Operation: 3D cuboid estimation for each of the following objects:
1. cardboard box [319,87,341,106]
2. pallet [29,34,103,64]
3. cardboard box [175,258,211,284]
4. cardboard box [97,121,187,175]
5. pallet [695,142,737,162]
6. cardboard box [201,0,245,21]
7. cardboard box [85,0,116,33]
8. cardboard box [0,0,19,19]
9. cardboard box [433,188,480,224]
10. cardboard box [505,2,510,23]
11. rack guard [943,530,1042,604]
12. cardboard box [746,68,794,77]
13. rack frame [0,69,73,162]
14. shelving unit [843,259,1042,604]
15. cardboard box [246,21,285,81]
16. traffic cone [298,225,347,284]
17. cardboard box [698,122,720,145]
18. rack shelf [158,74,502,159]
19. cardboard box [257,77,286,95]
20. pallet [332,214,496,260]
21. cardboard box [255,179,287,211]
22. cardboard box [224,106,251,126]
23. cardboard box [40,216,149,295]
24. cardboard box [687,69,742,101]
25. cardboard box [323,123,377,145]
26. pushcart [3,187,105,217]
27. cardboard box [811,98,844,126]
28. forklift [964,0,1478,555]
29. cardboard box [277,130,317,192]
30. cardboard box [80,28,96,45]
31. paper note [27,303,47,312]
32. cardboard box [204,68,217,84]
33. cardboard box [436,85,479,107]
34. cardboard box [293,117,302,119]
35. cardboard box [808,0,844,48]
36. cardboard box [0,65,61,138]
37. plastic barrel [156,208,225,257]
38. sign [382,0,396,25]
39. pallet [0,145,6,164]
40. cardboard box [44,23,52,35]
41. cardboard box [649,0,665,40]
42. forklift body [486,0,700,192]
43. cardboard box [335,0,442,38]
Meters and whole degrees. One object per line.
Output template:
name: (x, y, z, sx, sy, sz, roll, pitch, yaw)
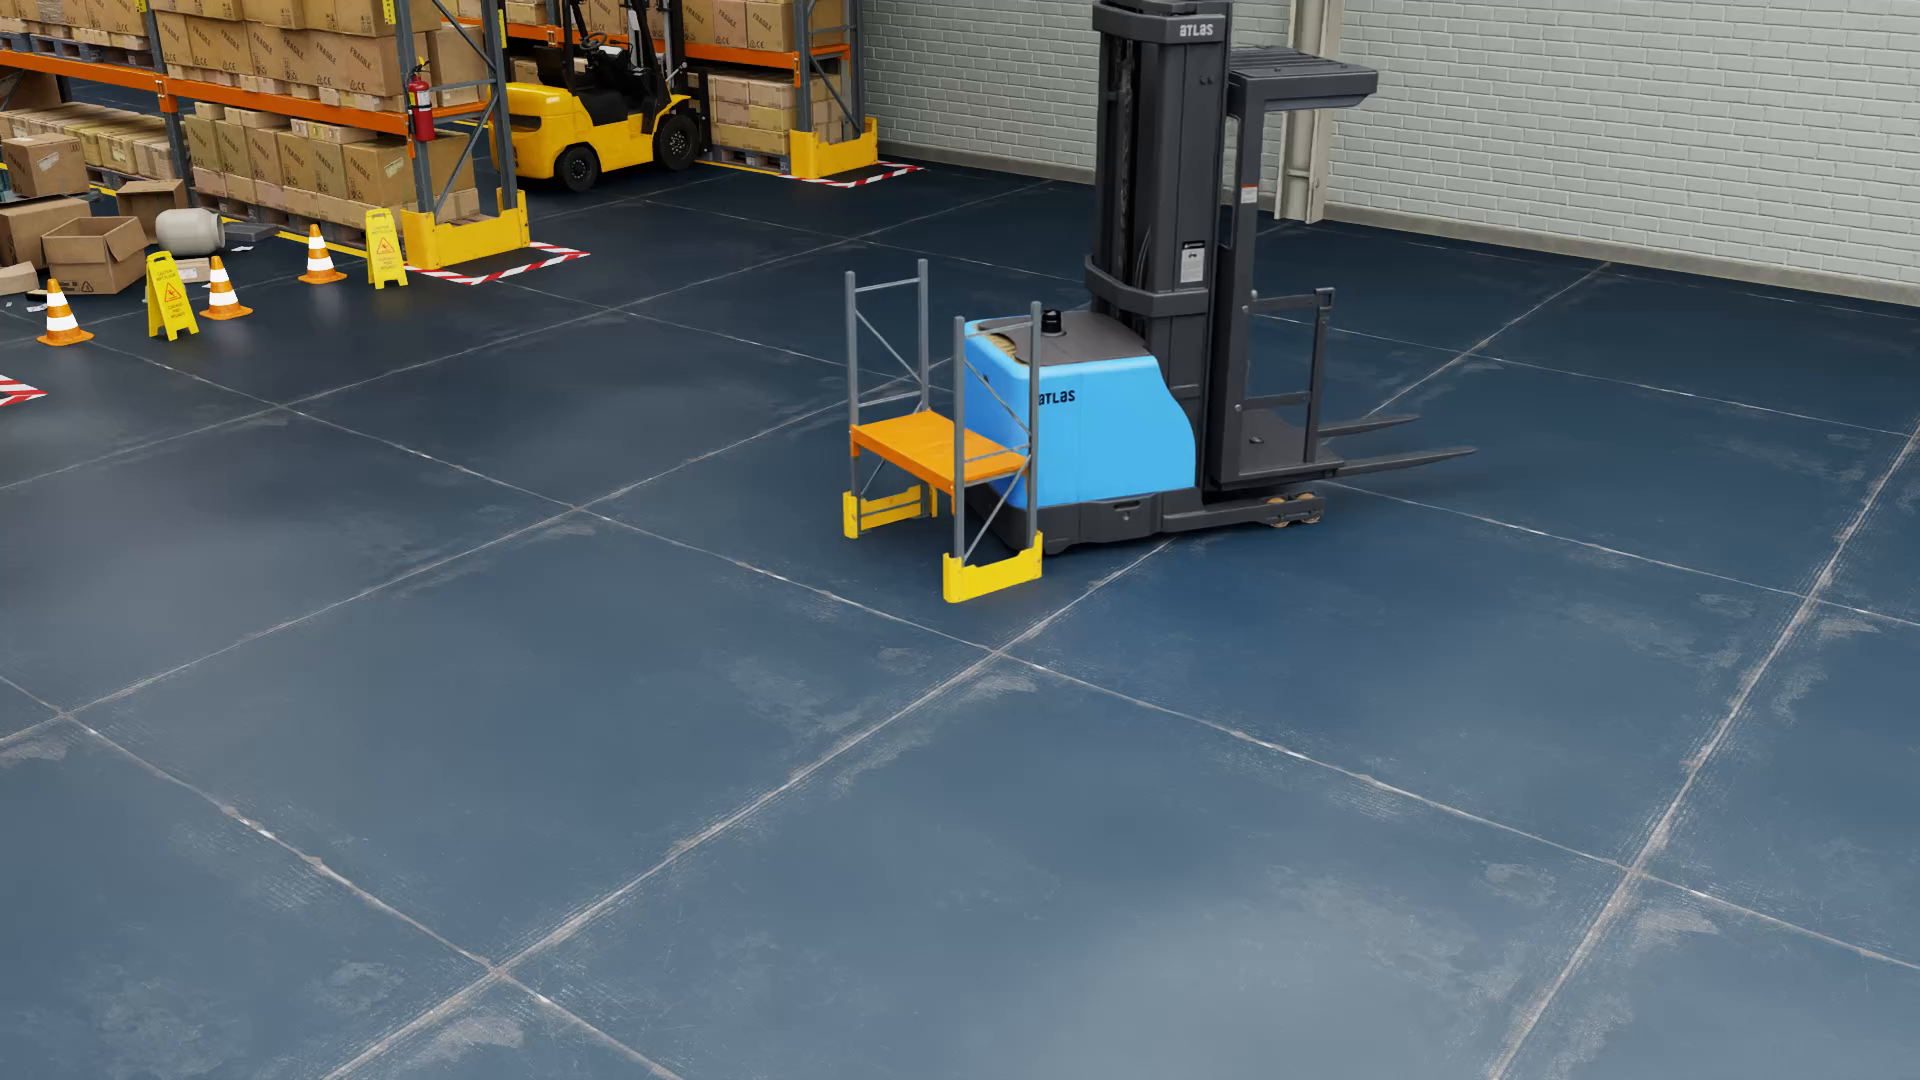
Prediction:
cardboard box: (-5.512, -4.005, 14.931, 0.250, 0.149, 0.380, 17, 29, 34)
pallet: (-9.192, -5.333, 17.871, 1.213, 0.211, 1.003, 17, 29, 33)
cardboard box: (-6.658, -2.312, 14.313, 0.380, 0.149, 0.250, -10, 26, -21)
cardboard box: (-8.598, -4.207, 17.817, 0.625, 0.372, 0.950, 19, 30, 36)
pallet: (-3.034, -4.745, 19.756, 1.213, 0.211, 1.003, 17, 29, 33)
cardboard box: (-6.596, -5.121, 15.420, 0.500, 0.500, 0.700, 16, 28, 32)
cardboard box: (-8.504, -5.450, 16.886, 0.500, 0.500, 0.500, 17, 29, 34)
cardboard box: (-10.158, -5.953, 18.027, 0.500, 0.500, 0.500, 19, 30, 36)
cardboard box: (-4.878, -3.170, 15.613, 0.500, 0.250, 0.500, 17, 29, 33)
cardboard box: (-5.591, -6.610, 20.718, 0.500, 0.250, 0.500, 17, 29, 33)
rack guard: (0.173, 0.134, 8.636, 0.587, 0.250, 0.087, -15, 28, -31)
cardboard box: (-2.098, -5.242, 19.077, 0.500, 0.250, 0.500, 17, 29, 33)
rack frame: (-10.800, -5.886, 18.889, 0.127, 3.000, 1.000, 17, 29, 33)
shelving unit: (-0.108, -0.604, 8.760, 0.587, 1.500, 1.083, -15, 28, -31)
cardboard box: (-6.189, -4.549, 15.362, 0.500, 0.500, 0.500, 17, 29, 34)
traffic cone: (-5.516, -2.478, 14.301, 0.334, 0.463, 0.336, 17, 29, 33)
cardboard box: (-2.777, -4.747, 19.192, 0.500, 0.250, 0.500, 17, 29, 34)
rack shelf: (-5.999, -4.106, 15.741, 4.000, 0.370, 1.077, 17, 29, 33)
cardboard box: (-6.303, -4.260, 15.510, 0.250, 0.149, 0.380, 17, 29, 33)
pallet: (-5.088, -2.902, 15.574, 1.213, 0.211, 1.003, 17, 29, 33)
cardboard box: (-6.429, -3.370, 16.068, 0.500, 0.250, 0.500, 16, 29, 33)
cardboard box: (-6.813, -4.090, 15.967, 0.250, 0.149, 0.380, 18, 30, 35)
cardboard box: (-7.323, -2.417, 14.112, 0.637, 0.503, 0.797, -1, 24, -3)
cardboard box: (-2.802, -5.197, 18.973, 0.500, 0.250, 0.500, 17, 29, 34)
cardboard box: (-5.530, -3.702, 15.087, 0.250, 0.149, 0.380, 18, 29, 35)
pushcart: (-8.927, -2.971, 15.525, 0.936, 0.377, 1.648, 7, 25, 15)
cardboard box: (-1.676, -4.897, 18.914, 0.500, 0.250, 0.500, 17, 29, 34)
forklift: (1.552, -1.603, 9.254, 3.031, 2.935, 1.130, -8, 25, -17)
cardboard box: (-6.015, -3.588, 15.632, 0.500, 0.500, 0.500, 16, 28, 32)
cardboard box: (-8.811, -5.212, 17.150, 0.250, 0.149, 0.380, 17, 29, 34)
paper note: (-7.490, -1.888, 13.498, 0.144, 0.017, 0.142, -15, 28, -30)
cardboard box: (-7.076, -4.525, 16.112, 0.250, 0.149, 0.380, 17, 29, 33)
cardboard box: (-4.546, -3.986, 14.887, 0.250, 0.149, 0.380, 17, 29, 33)
cardboard box: (-6.148, -3.894, 16.327, 0.500, 0.500, 0.500, 19, 30, 36)
cardboard box: (-1.654, -5.809, 18.590, 0.500, 0.500, 0.500, 18, 29, 35)
cardboard box: (-11.303, -5.300, 19.673, 0.875, 0.875, 0.875, 17, 29, 33)
plastic barrel: (-6.959, -2.784, 15.043, 0.512, 0.421, 0.421, -5, 24, -12)
sign: (-4.748, -4.452, 13.806, 0.005, 0.325, 0.100, 17, 29, 33)
pallet: (-10.176, -4.421, 19.021, 1.213, 0.211, 1.003, 17, 29, 33)
cardboard box: (-9.557, -5.503, 17.809, 0.250, 0.149, 0.380, 18, 30, 35)
cardboard box: (-3.205, -6.004, 19.033, 0.500, 0.500, 0.500, 17, 29, 34)
forklift body: (-4.036, -5.036, 18.011, 1.214, 2.155, 2.313, 17, 29, 33)
cardboard box: (-4.938, -4.644, 14.337, 0.500, 0.500, 0.700, 16, 28, 32)
